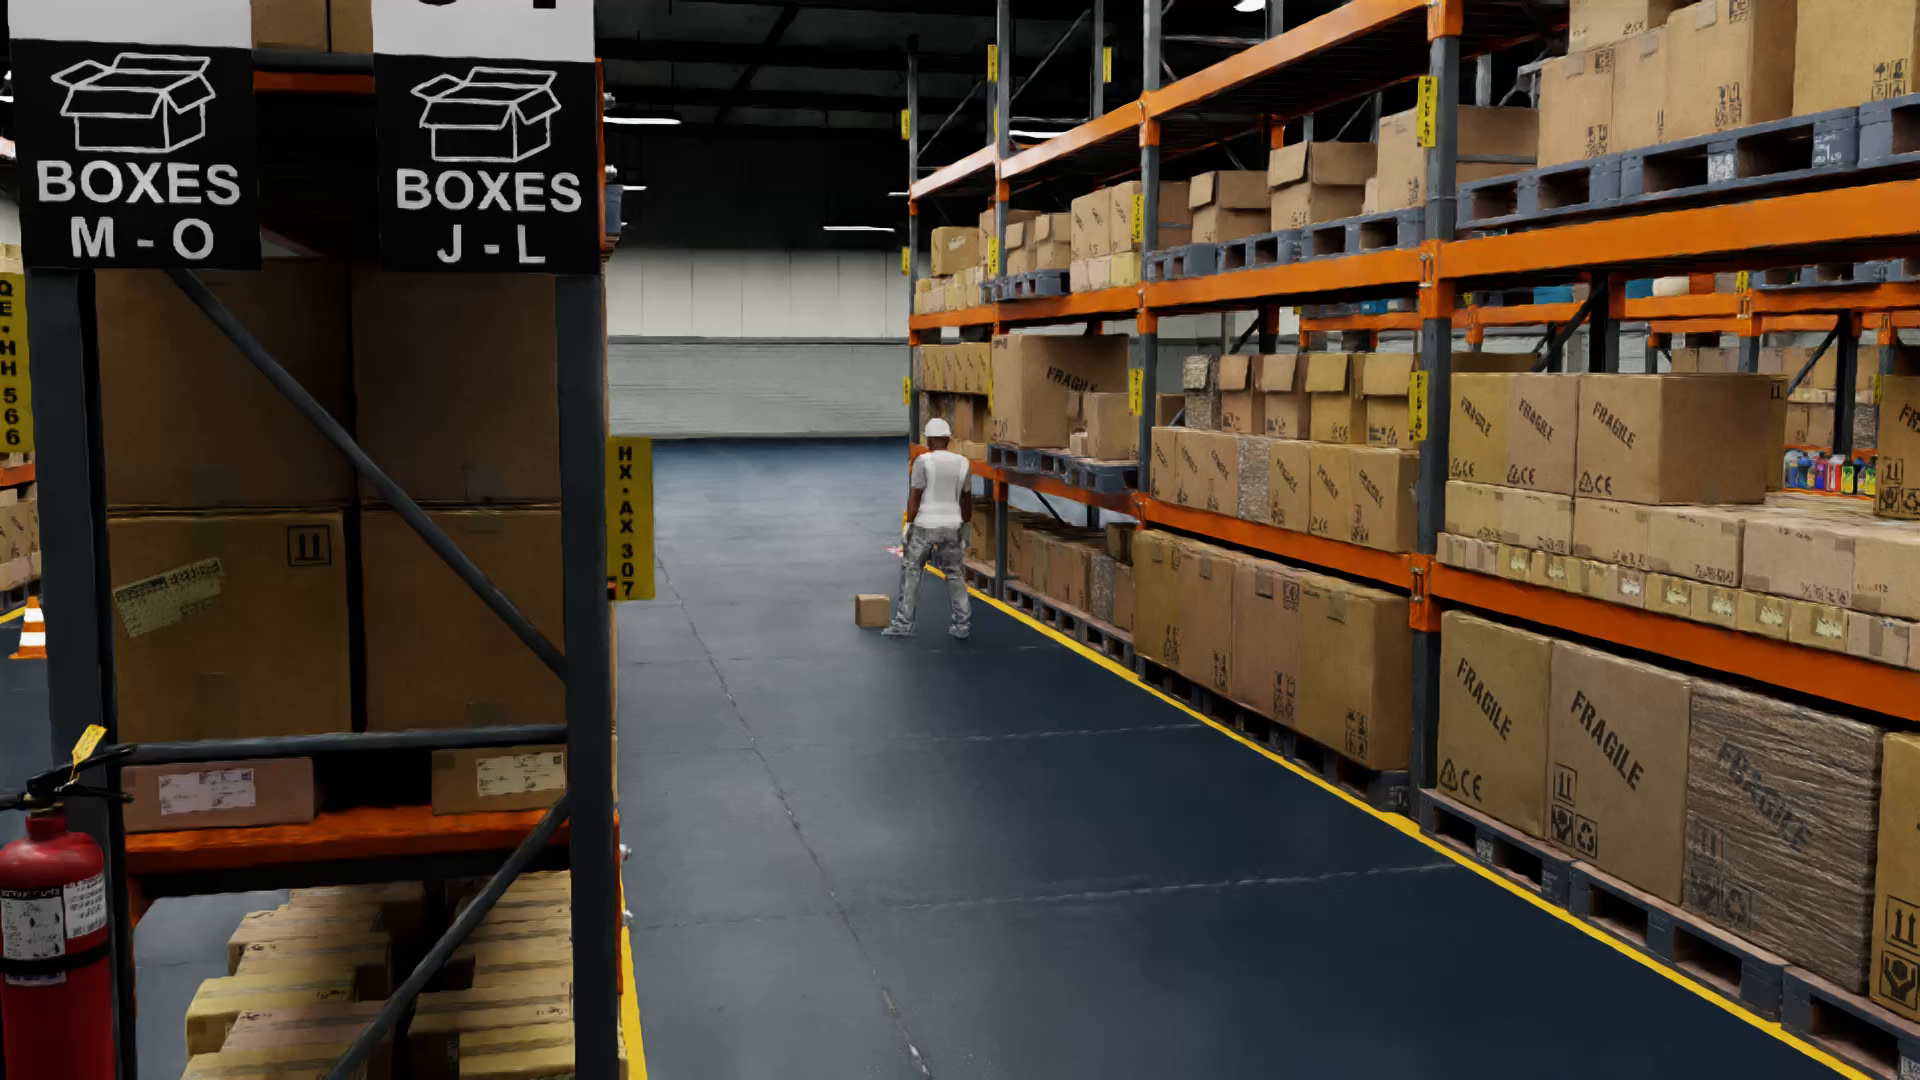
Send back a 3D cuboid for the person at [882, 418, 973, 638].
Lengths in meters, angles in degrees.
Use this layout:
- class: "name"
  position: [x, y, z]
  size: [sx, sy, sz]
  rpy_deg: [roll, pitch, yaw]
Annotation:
- class: "person"
  position: [-0.239, -0.102, 13.569]
  size: [0.693, 1.780, 0.523]
  rpy_deg: [-4, 7, -33]
